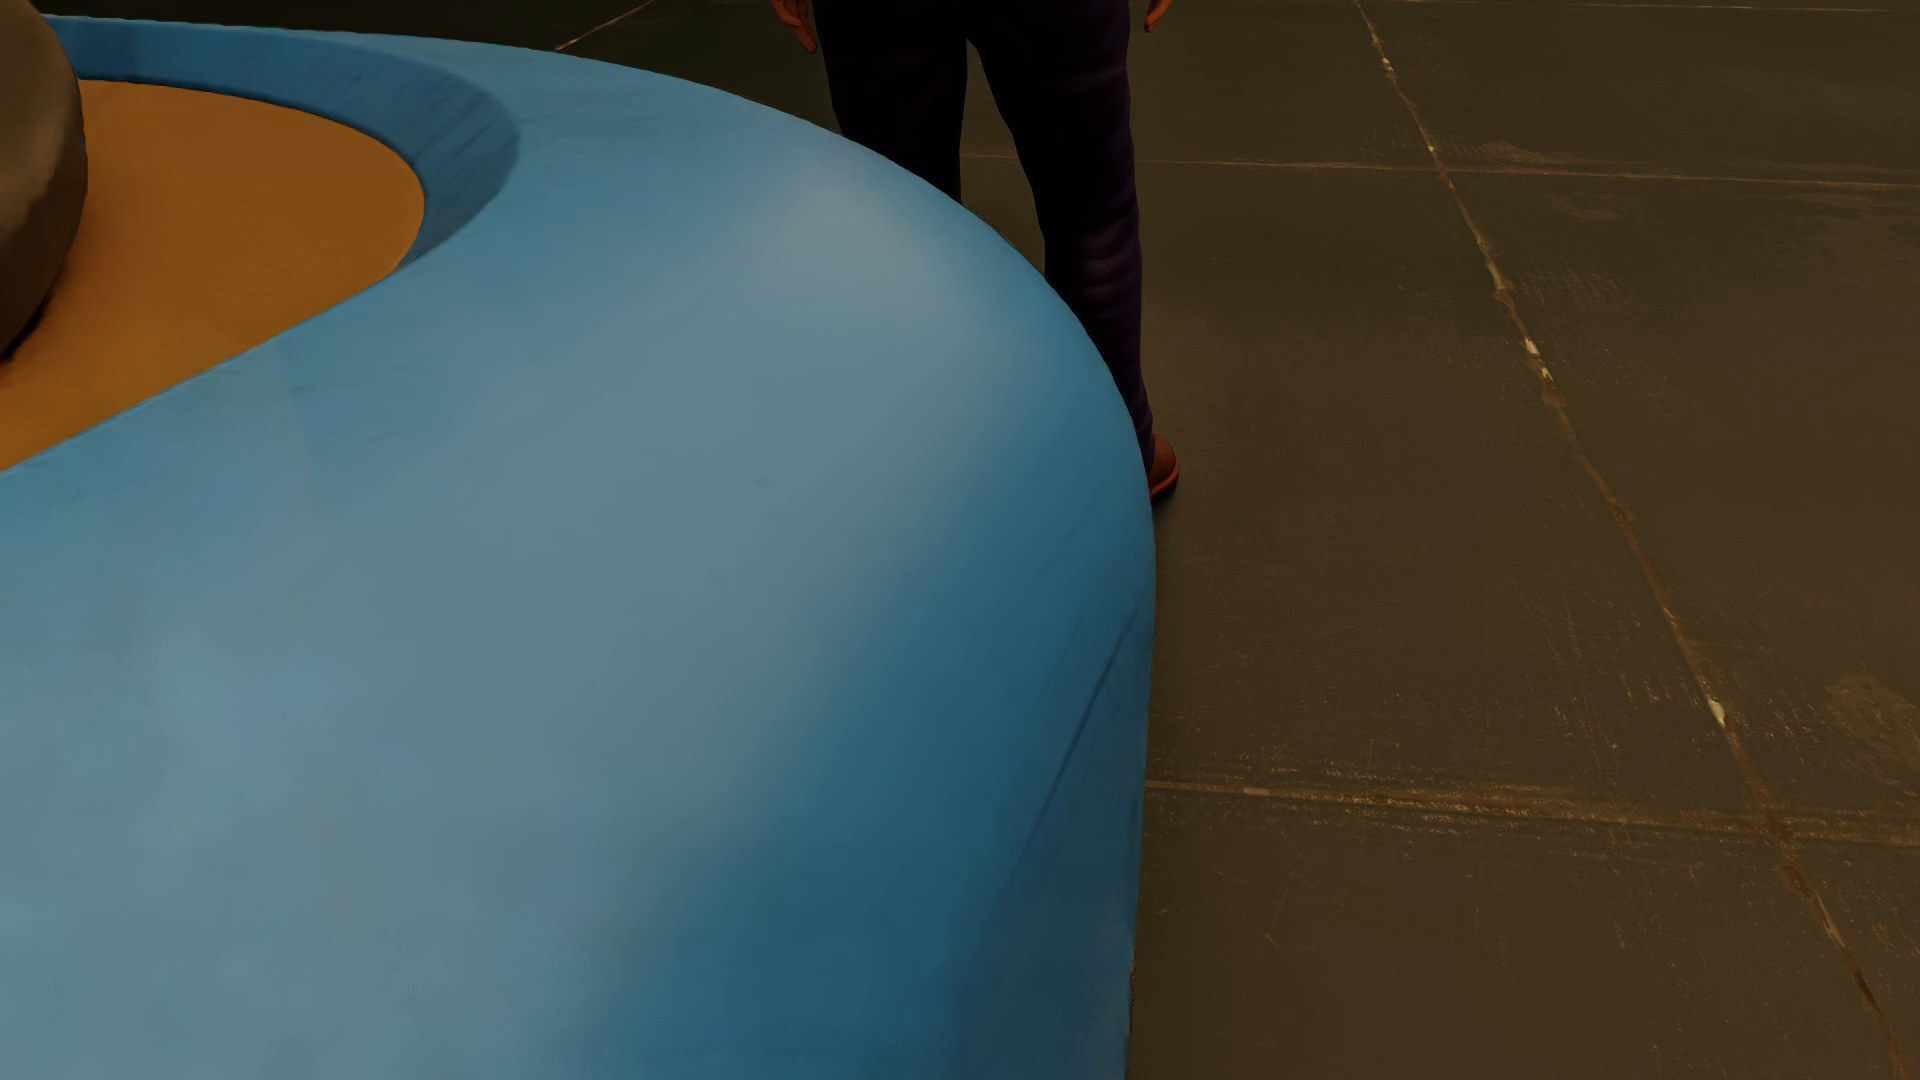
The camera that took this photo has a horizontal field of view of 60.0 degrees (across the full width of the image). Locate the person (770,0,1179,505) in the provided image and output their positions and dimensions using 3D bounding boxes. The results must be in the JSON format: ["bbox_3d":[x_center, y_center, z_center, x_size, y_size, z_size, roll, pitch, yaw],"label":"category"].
[{"bbox_3d":[0.034,-0.777,2.208,0.599,1.638,0.503,3,27,7],"label":"person"}]
